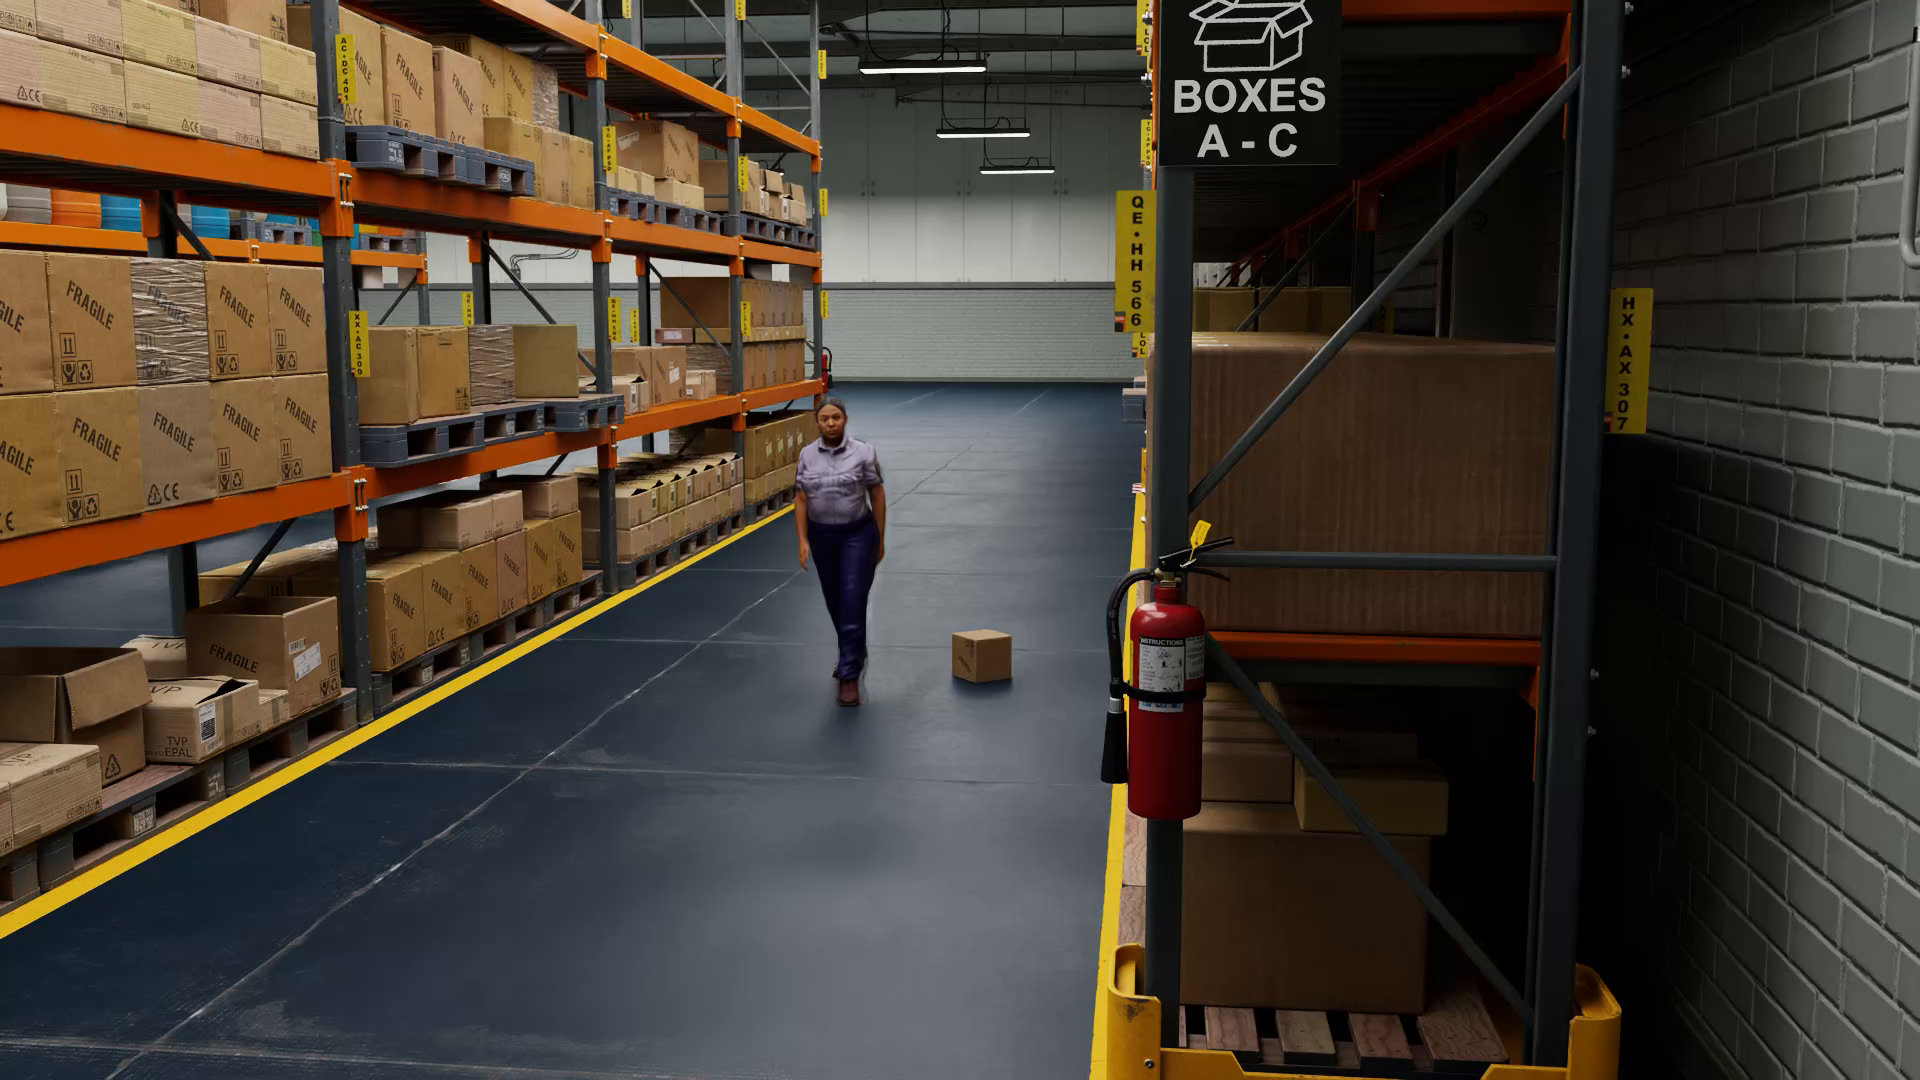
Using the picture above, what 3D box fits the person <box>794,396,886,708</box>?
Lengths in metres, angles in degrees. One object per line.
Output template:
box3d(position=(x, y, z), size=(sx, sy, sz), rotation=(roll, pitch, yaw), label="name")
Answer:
box3d(position=(-0.672, 0.026, 9.188), size=(0.494, 1.639, 0.783), rotation=(3, 8, 18), label="person")
